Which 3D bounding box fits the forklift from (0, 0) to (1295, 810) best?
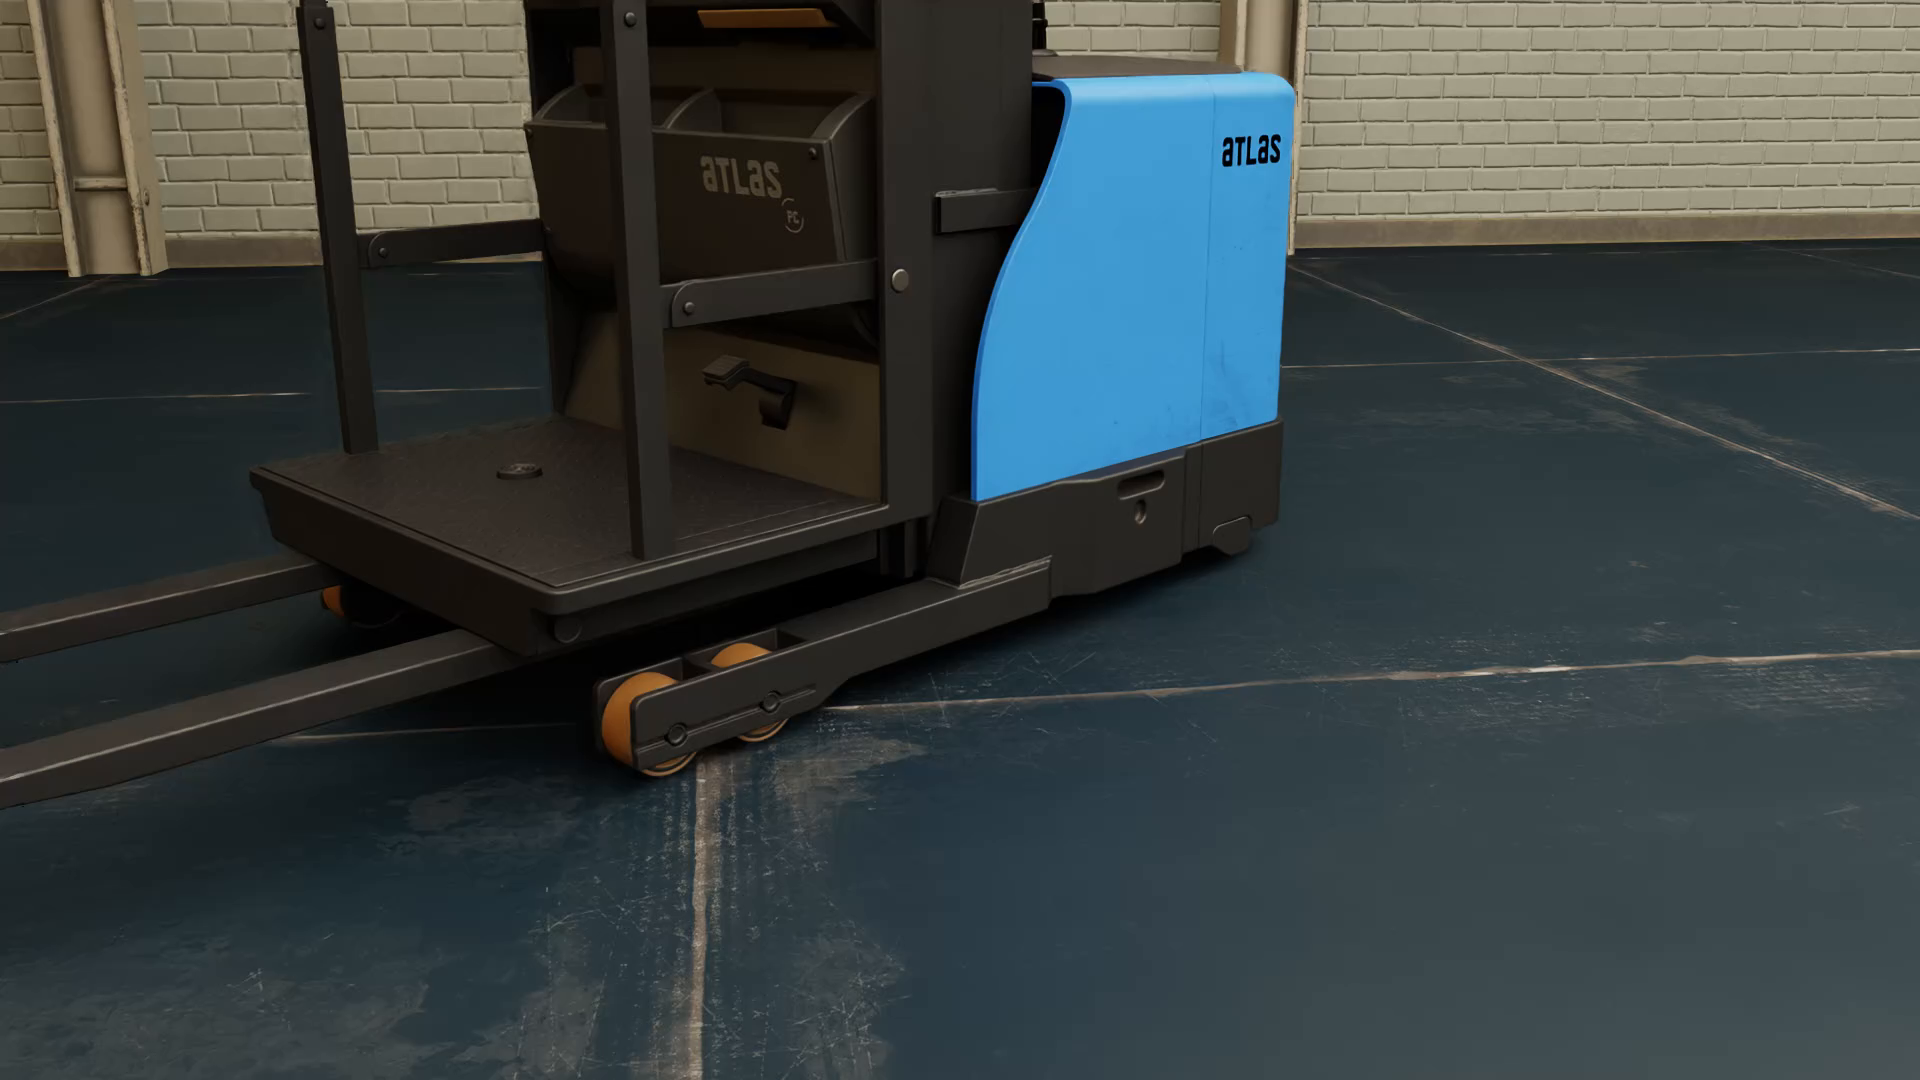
[{"bbox_3d":[-0.651,-1.187,2.827,1.130,2.935,3.031,16,23,42],"label":"forklift"}]
